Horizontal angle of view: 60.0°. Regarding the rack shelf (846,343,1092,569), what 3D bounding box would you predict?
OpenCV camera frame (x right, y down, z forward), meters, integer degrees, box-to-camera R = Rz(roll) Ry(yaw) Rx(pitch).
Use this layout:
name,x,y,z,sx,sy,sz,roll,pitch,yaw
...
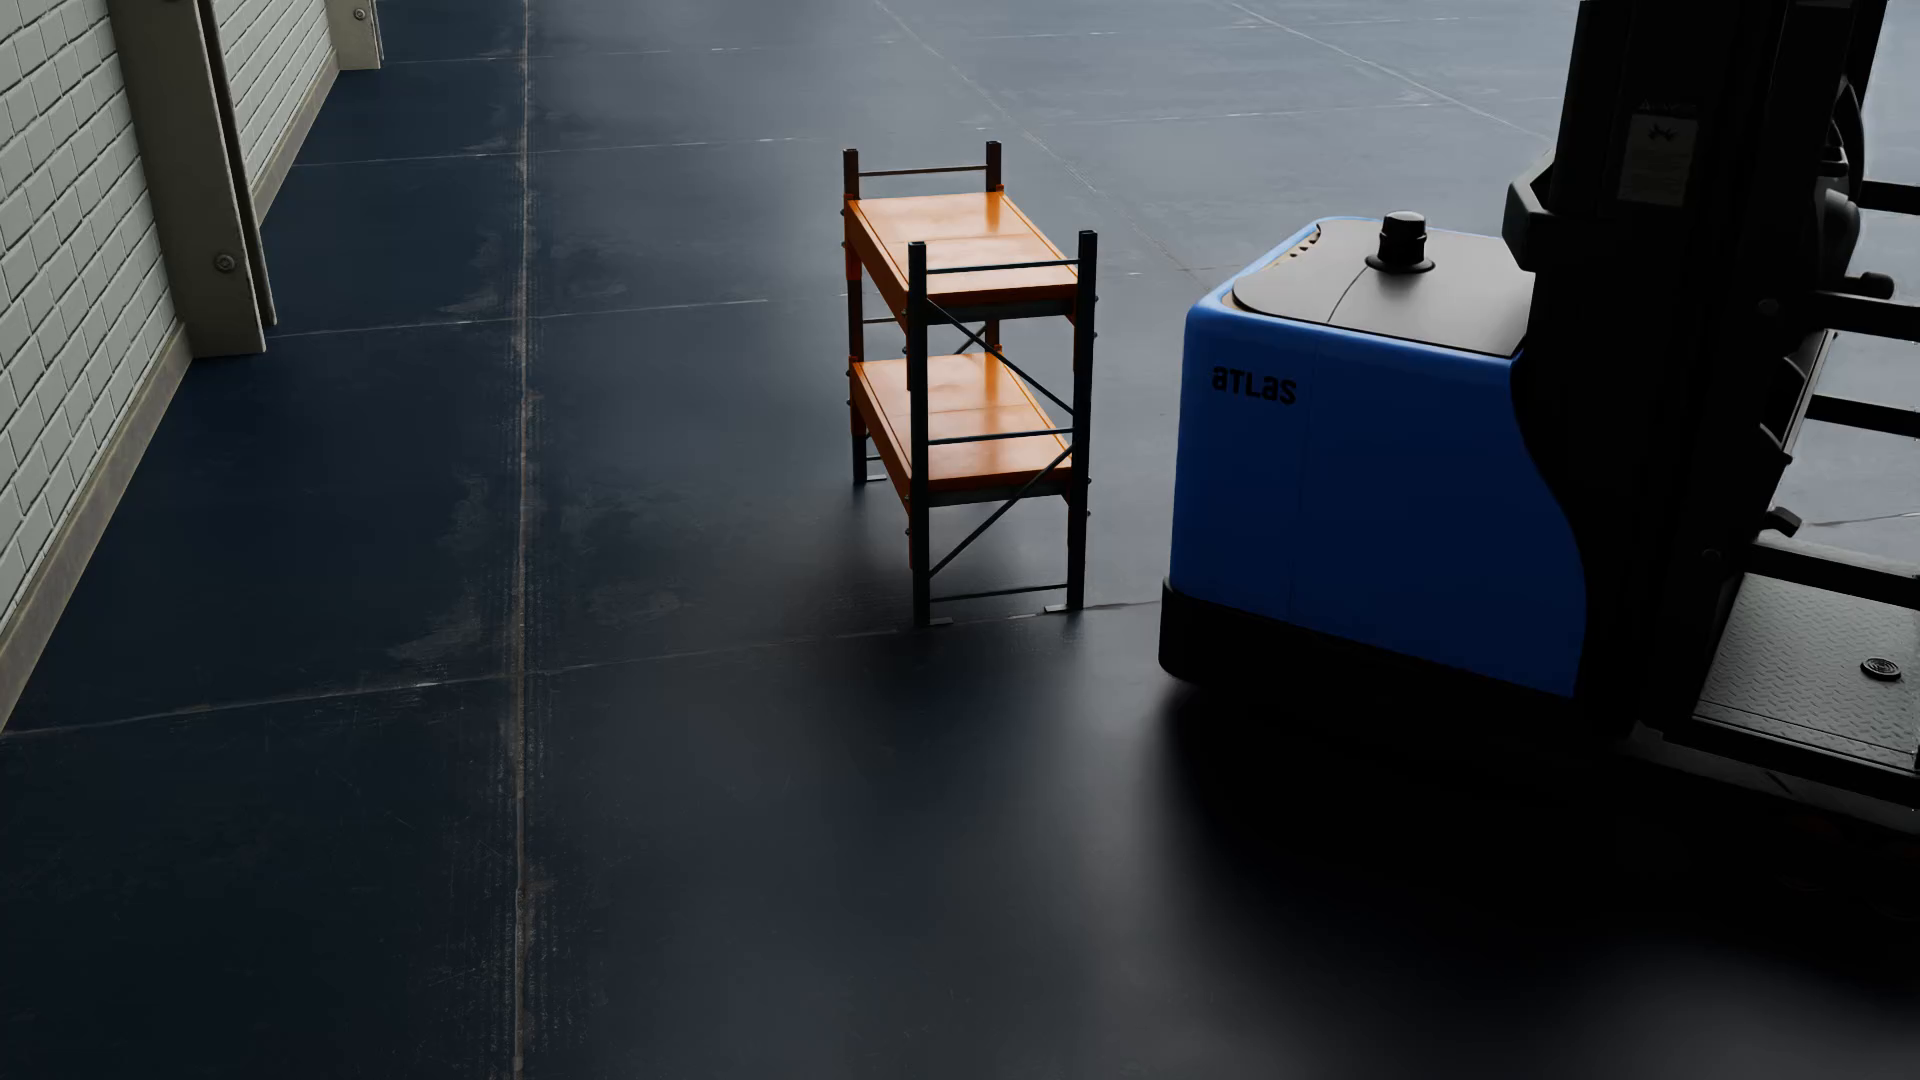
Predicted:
name,x,y,z,sx,sy,sz,roll,pitch,yaw
rack shelf,-0.002,-0.287,5.113,0.538,0.278,1.000,-6,27,-12

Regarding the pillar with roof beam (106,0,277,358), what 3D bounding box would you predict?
name,x,y,z,sx,sy,sz,roll,pitch,yaw
pillar with roof beam,1.170,-5.288,5.740,9.100,9.000,0.400,-6,27,-12

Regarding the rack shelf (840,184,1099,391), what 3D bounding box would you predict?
name,x,y,z,sx,sy,sz,roll,pitch,yaw
rack shelf,-0.002,-0.766,4.871,0.538,0.278,1.000,-6,27,-12

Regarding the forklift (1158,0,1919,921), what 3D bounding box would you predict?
name,x,y,z,sx,sy,sz,roll,pitch,yaw
forklift,2.061,-0.757,3.497,3.031,2.935,1.130,15,30,27

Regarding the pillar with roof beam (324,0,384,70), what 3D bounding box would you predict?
name,x,y,z,sx,sy,sz,roll,pitch,yaw
pillar with roof beam,-0.182,-7.922,10.958,9.100,9.000,0.400,-6,27,-12

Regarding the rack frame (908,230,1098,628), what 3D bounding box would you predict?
name,x,y,z,sx,sy,sz,roll,pitch,yaw
rack frame,0.113,-0.282,4.560,0.500,1.125,0.032,-6,27,-12

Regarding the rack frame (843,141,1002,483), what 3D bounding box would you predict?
name,x,y,z,sx,sy,sz,roll,pitch,yaw
rack frame,-0.116,-0.728,5.445,0.500,1.125,0.032,-6,27,-12

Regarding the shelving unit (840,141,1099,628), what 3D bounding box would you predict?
name,x,y,z,sx,sy,sz,roll,pitch,yaw
shelving unit,-0.002,-0.505,5.002,0.538,1.125,1.048,-6,27,-12
